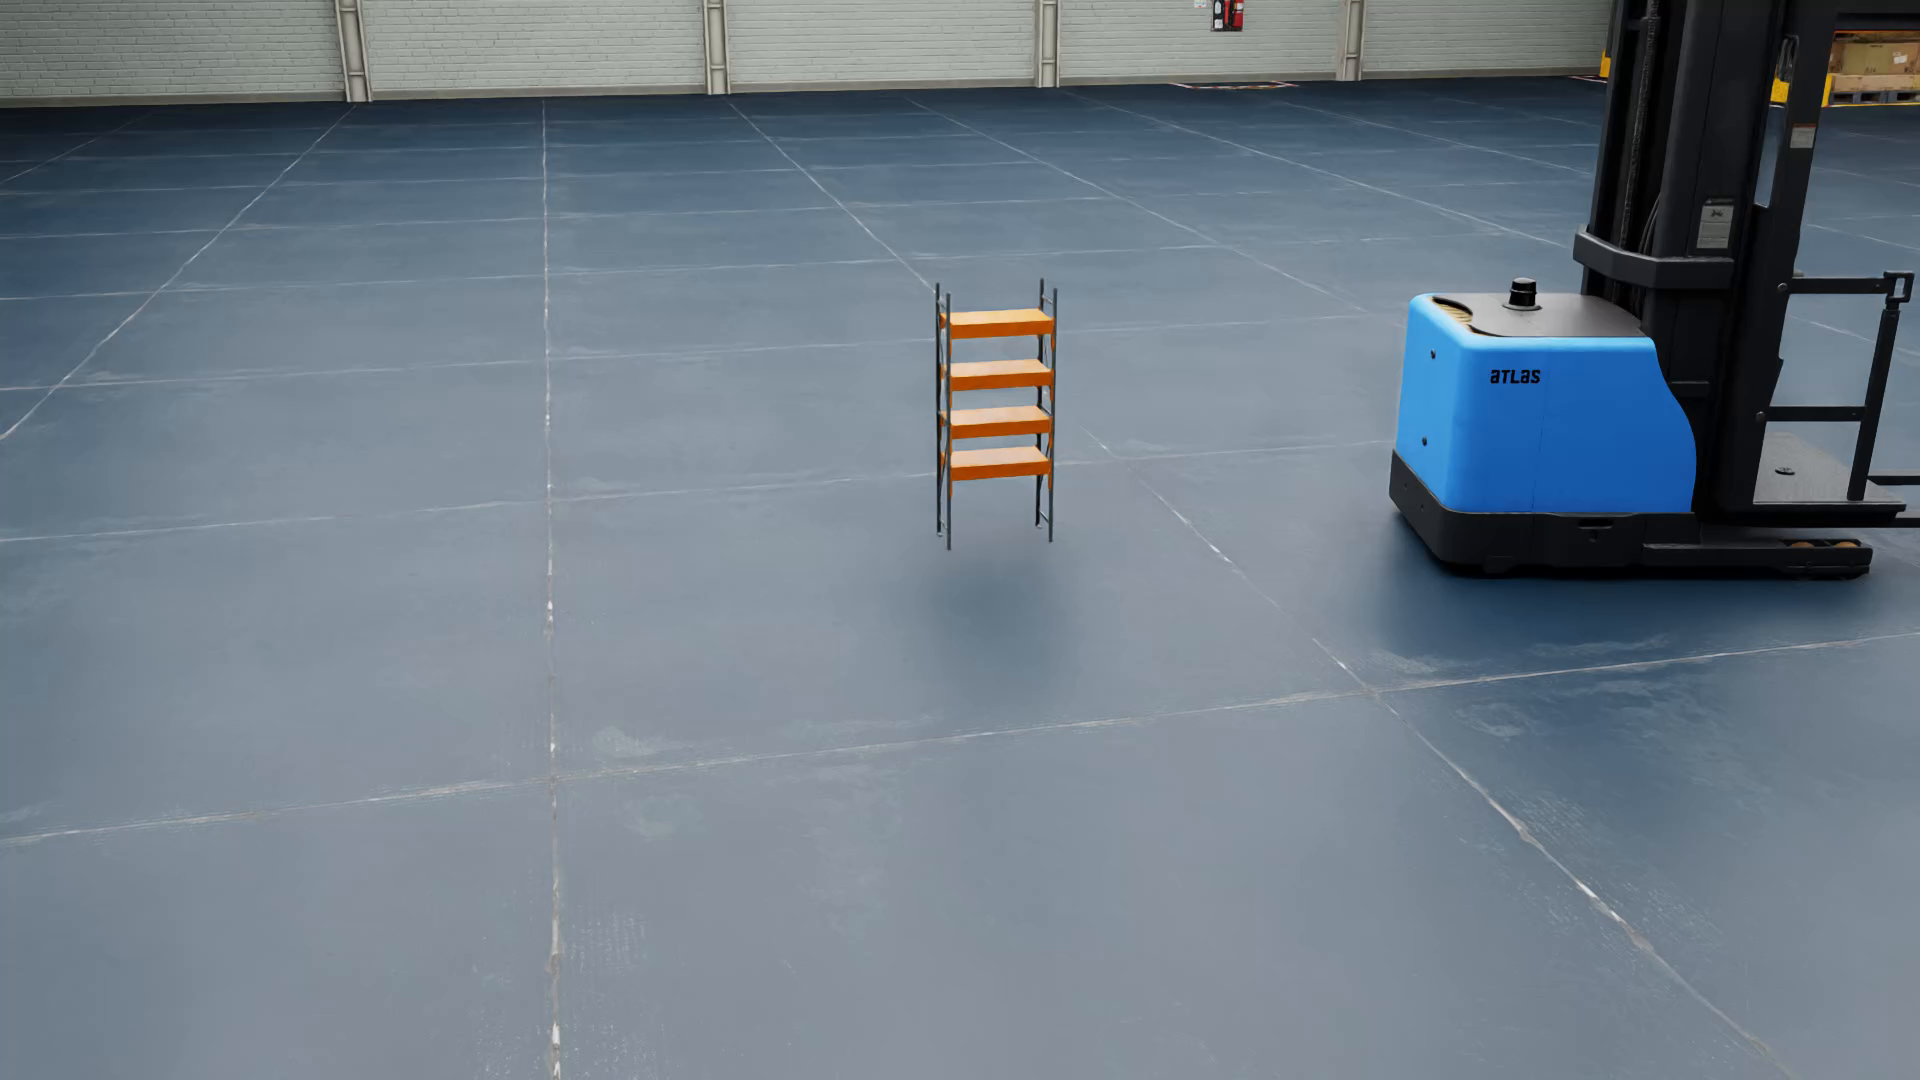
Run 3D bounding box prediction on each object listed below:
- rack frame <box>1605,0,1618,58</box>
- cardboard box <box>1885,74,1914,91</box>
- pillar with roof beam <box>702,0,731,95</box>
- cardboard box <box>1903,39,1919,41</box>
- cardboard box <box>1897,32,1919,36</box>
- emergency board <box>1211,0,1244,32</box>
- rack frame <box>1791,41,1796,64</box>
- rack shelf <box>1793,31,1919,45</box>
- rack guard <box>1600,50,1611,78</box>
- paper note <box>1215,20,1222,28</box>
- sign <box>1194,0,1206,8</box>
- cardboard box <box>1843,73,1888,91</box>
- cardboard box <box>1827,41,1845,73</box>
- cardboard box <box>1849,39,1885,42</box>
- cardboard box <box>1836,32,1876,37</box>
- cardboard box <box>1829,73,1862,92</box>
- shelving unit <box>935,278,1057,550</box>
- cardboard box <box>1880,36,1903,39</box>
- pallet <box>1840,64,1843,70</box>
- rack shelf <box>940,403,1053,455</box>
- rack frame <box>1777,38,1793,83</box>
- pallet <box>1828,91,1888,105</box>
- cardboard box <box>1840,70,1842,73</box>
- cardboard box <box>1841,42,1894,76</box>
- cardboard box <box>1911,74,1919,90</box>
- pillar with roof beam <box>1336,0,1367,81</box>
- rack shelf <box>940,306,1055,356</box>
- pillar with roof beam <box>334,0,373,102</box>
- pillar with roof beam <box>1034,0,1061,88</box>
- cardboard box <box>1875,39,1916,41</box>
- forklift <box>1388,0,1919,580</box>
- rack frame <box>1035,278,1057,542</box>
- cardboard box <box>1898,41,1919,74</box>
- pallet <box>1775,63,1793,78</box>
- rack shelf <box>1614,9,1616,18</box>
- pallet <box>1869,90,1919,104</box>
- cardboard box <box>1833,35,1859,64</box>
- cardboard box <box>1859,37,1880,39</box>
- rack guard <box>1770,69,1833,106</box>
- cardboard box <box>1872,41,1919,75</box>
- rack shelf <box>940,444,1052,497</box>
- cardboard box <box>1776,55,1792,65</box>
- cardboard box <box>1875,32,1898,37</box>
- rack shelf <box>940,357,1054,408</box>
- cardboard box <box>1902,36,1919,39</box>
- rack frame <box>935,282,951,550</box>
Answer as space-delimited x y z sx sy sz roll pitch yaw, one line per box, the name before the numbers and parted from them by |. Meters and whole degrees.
rack frame | 12.788 -10.346 31.697 0.127 3.000 1.000 -5 21 -12
cardboard box | 15.477 -7.642 27.704 0.500 0.250 0.500 -5 21 -12
pillar with roof beam | -3.256 -10.642 23.784 0.400 9.000 9.100 -5 21 -12
cardboard box | 16.328 -8.252 28.277 0.500 0.500 0.500 -5 21 -12
cardboard box | 18.816 -10.223 33.266 0.500 0.250 0.500 -5 21 -13
emergency board | 5.017 -10.033 30.844 0.643 1.169 0.194 -5 21 -12
rack frame | 16.681 -10.663 32.562 0.127 3.000 1.000 -5 21 -12
rack shelf | 15.878 -8.509 27.727 4.000 0.370 1.077 -5 21 -12
rack guard | 12.862 -9.178 32.144 0.348 0.500 1.175 -5 21 -12
paper note | 4.829 -9.629 31.020 0.142 0.148 0.016 -5 21 -12
sign | 4.456 -10.041 30.812 0.234 0.329 0.001 -5 21 -12
cardboard box | 14.990 -7.603 27.596 0.500 0.250 0.500 -5 21 -12
cardboard box | 14.385 -8.088 27.831 0.500 0.500 0.500 -5 21 -12
cardboard box | 15.355 -8.172 28.061 0.500 0.500 0.500 -5 21 -12
cardboard box | 17.821 -10.147 33.059 0.500 0.250 0.500 -5 21 -14
cardboard box | 14.504 -7.562 27.485 0.500 0.250 0.500 -5 21 -12
shelving unit | 0.161 -0.576 7.644 0.503 1.200 0.258 -5 21 -12
cardboard box | 18.390 -9.844 33.321 0.500 0.500 0.700 -4 21 -12
pallet | 17.438 -9.415 33.211 1.213 0.211 1.003 -5 21 -12
rack shelf | 0.161 -0.513 7.667 0.480 0.148 0.258 -5 21 -12
rack frame | 13.931 -8.688 27.172 0.127 3.000 1.000 -5 21 -12
pallet | 14.666 -7.453 27.855 1.213 0.211 1.003 -5 21 -12
cardboard box | 14.869 -7.779 28.077 0.500 0.250 0.500 -5 21 -12
cardboard box | 14.991 -7.955 27.466 0.500 0.500 0.500 -5 21 -12
cardboard box | 15.965 -7.680 27.807 0.500 0.250 0.500 -5 21 -12
pillar with roof beam | 8.422 -11.592 26.377 0.400 9.000 9.100 -5 21 -12
rack shelf | 0.161 -0.945 7.509 0.480 0.148 0.258 -5 21 -12
pillar with roof beam | -9.095 -10.167 22.488 0.400 9.000 9.100 -5 21 -12
pillar with roof beam | 2.583 -11.117 25.080 0.400 9.000 9.100 -5 21 -12
cardboard box | 15.841 -8.212 28.167 0.500 0.500 0.500 -5 21 -12
forklift | 3.630 -1.382 7.326 3.031 2.935 1.130 0 20 0
rack frame | 0.399 -0.596 7.697 0.015 1.200 0.240 -5 21 -12
cardboard box | 15.965 -8.032 27.678 0.500 0.500 0.500 -5 21 -12
pallet | 16.035 -9.288 32.864 1.213 0.211 1.003 -5 21 -12
rack shelf | 14.734 -10.167 32.253 4.000 0.370 1.077 -5 21 -12
pallet | 15.851 -7.549 28.115 1.213 0.211 1.003 -5 21 -12
cardboard box | 17.393 -9.759 33.090 0.500 0.500 0.700 -4 20 -11
cardboard box | 17.884 -9.817 33.248 0.500 0.500 0.700 -5 21 -14
rack guard | 13.908 -7.513 27.596 0.348 0.500 1.175 -5 21 -12
cardboard box | 15.474 -7.998 27.585 0.500 0.500 0.500 -5 21 -12
rack shelf | 0.161 -0.327 7.735 0.480 0.148 0.258 -5 21 -12
cardboard box | 16.167 -9.486 32.830 0.250 0.166 0.380 -7 21 -20
cardboard box | 18.326 -10.190 33.175 0.500 0.250 0.500 -5 21 -14
rack shelf | 0.161 -0.723 7.590 0.480 0.148 0.258 -5 21 -12
cardboard box | 18.879 -9.887 33.439 0.500 0.500 0.700 -5 21 -13
rack frame | -0.076 -0.557 7.591 0.015 1.200 0.240 -5 21 -12
